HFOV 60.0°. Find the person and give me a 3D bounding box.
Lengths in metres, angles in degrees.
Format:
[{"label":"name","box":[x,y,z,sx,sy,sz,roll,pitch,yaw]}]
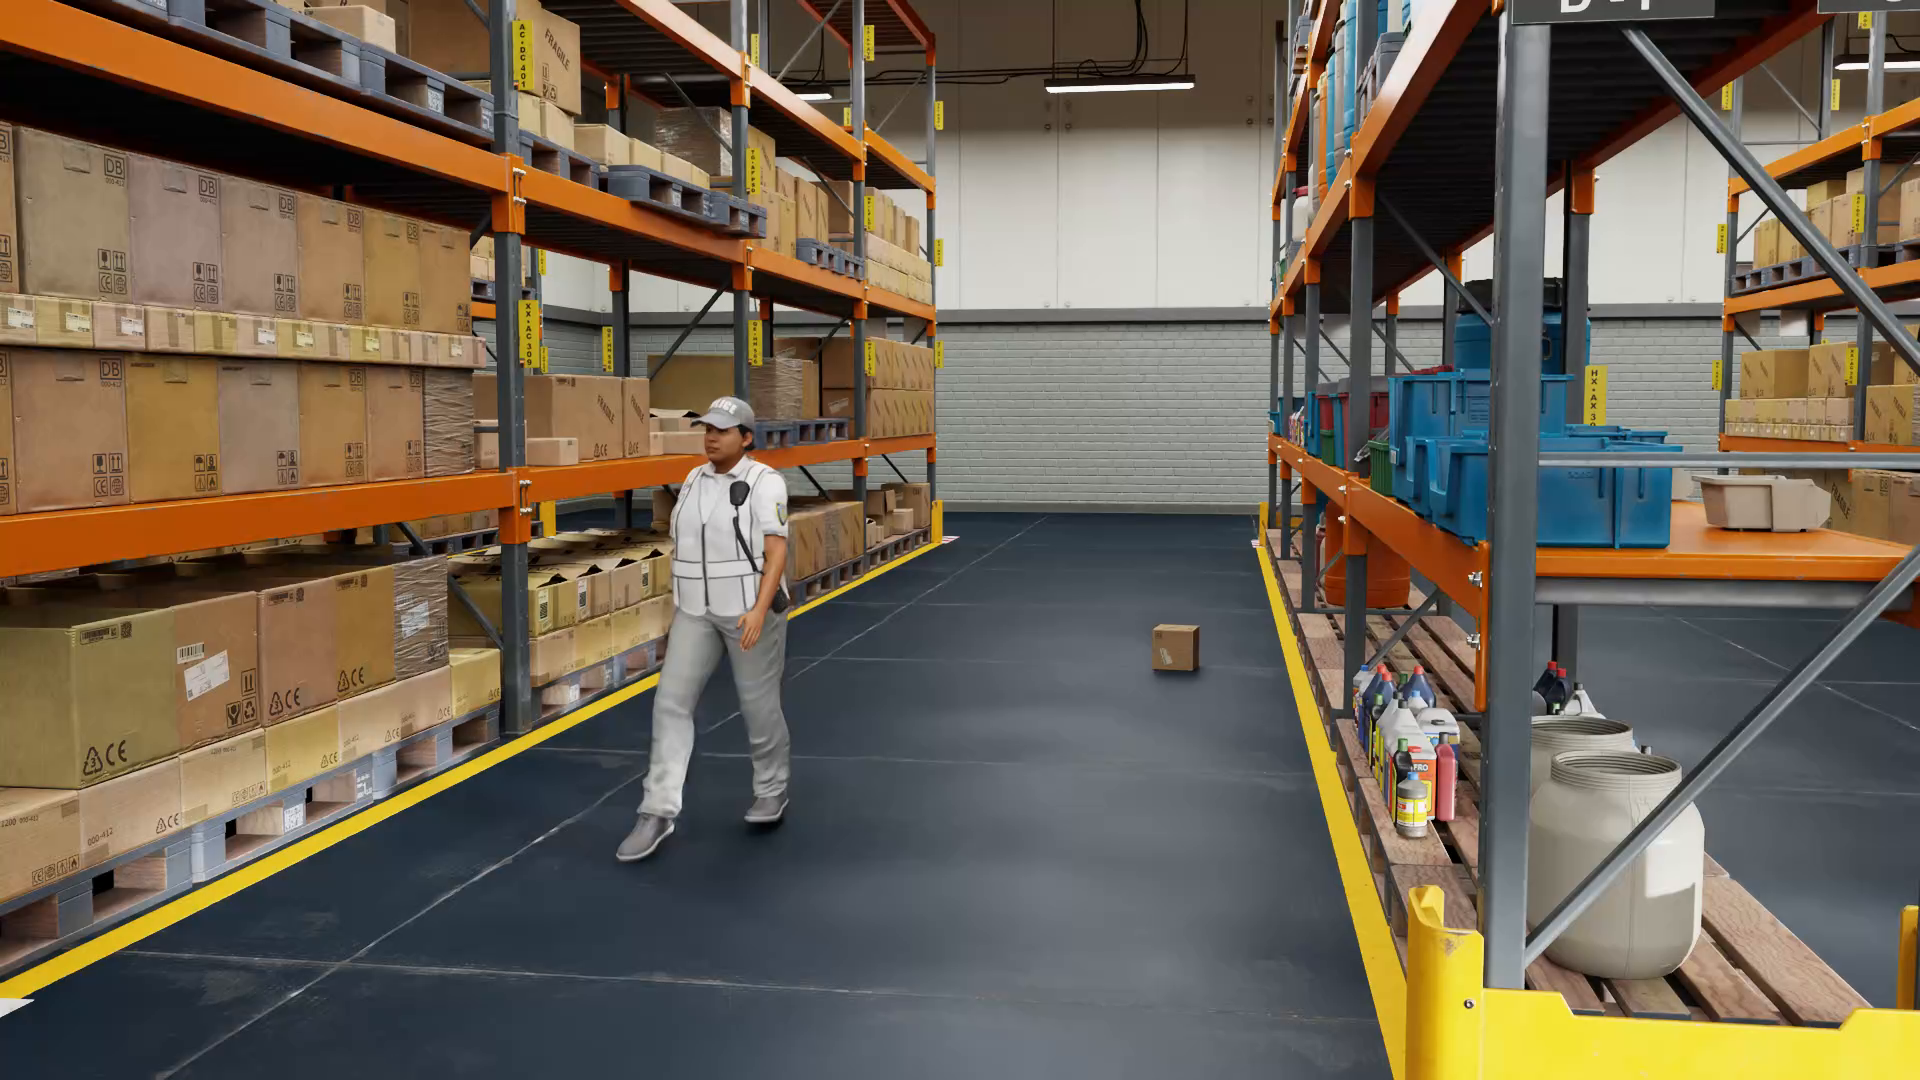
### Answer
[{"label":"person","box":[-0.895,0.293,6.150,0.490,1.643,0.850,2,5,19]}]
